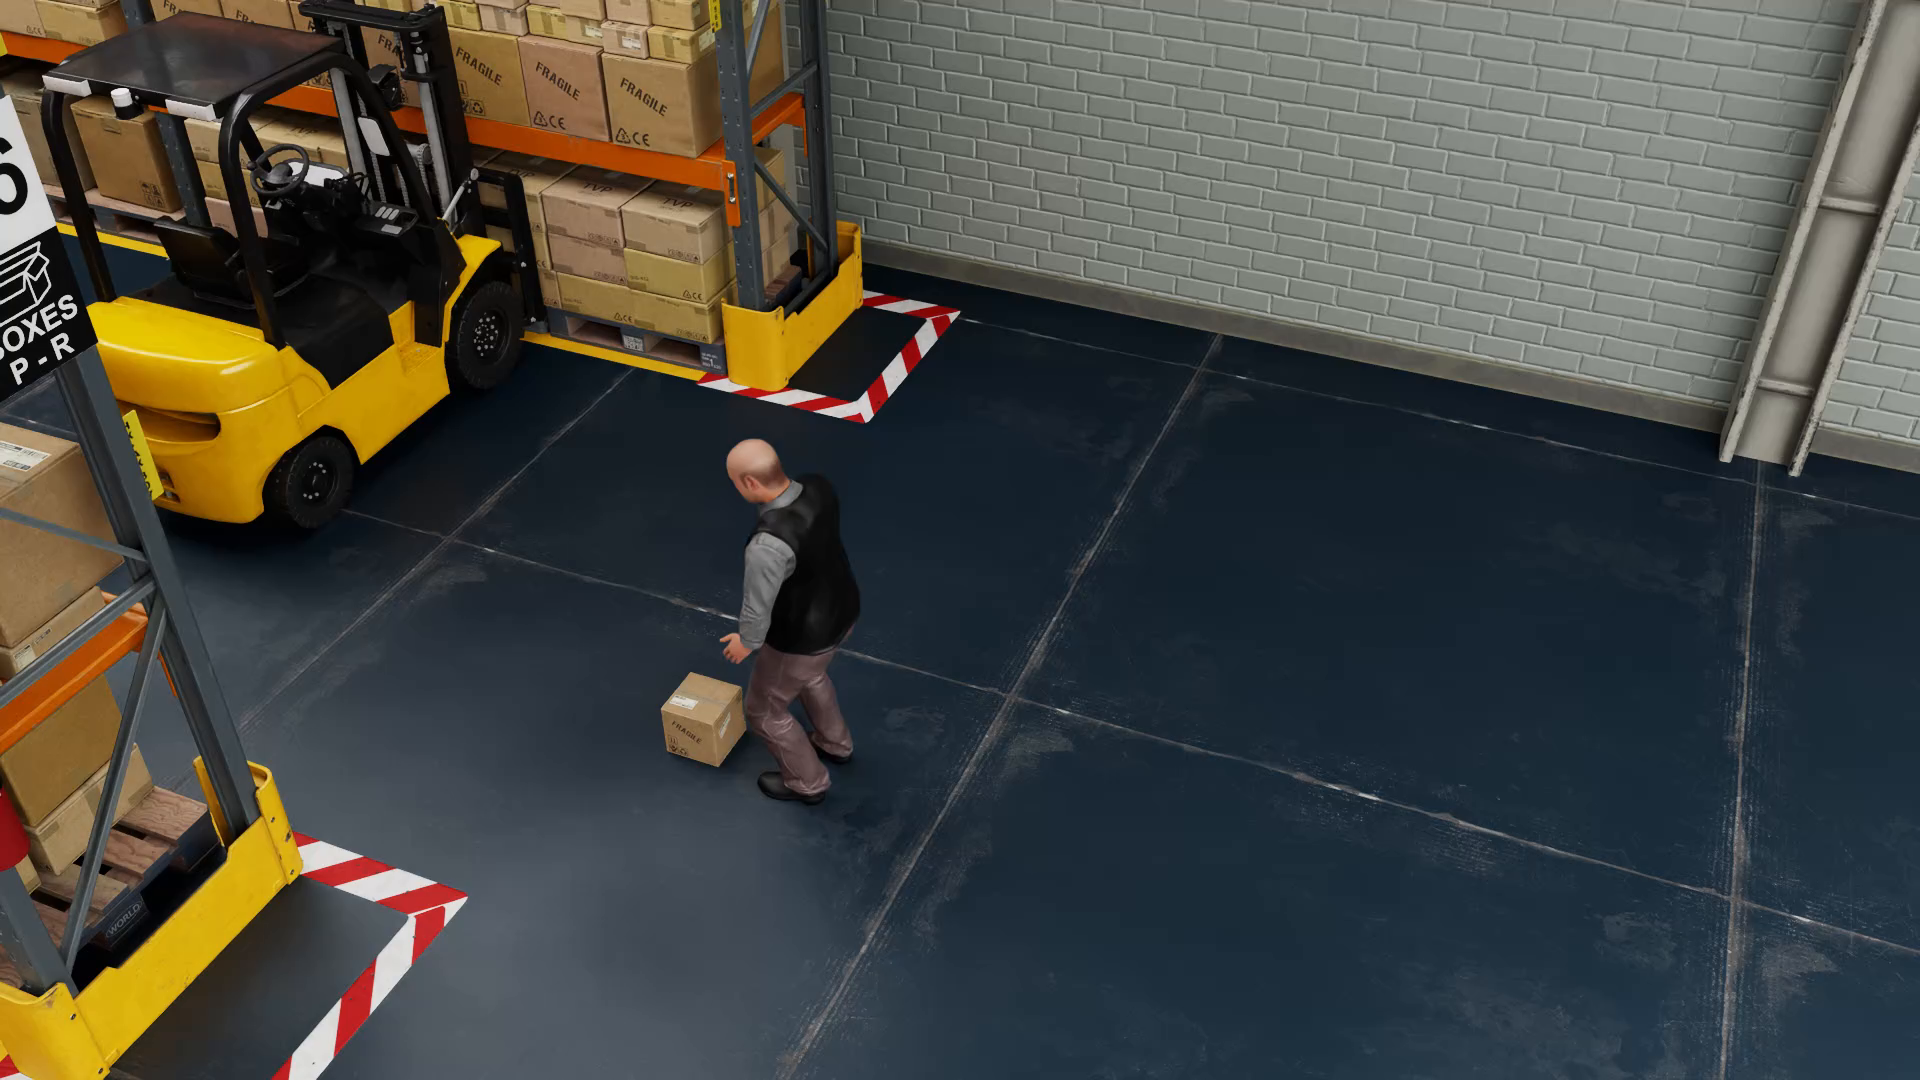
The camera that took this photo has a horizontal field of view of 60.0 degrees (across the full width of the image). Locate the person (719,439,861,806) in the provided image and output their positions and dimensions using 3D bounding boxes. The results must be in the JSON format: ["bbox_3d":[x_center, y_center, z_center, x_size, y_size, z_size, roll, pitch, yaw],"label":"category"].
[{"bbox_3d":[-0.642,0.337,6.459,0.447,1.656,0.563,15,40,19],"label":"person"}]
